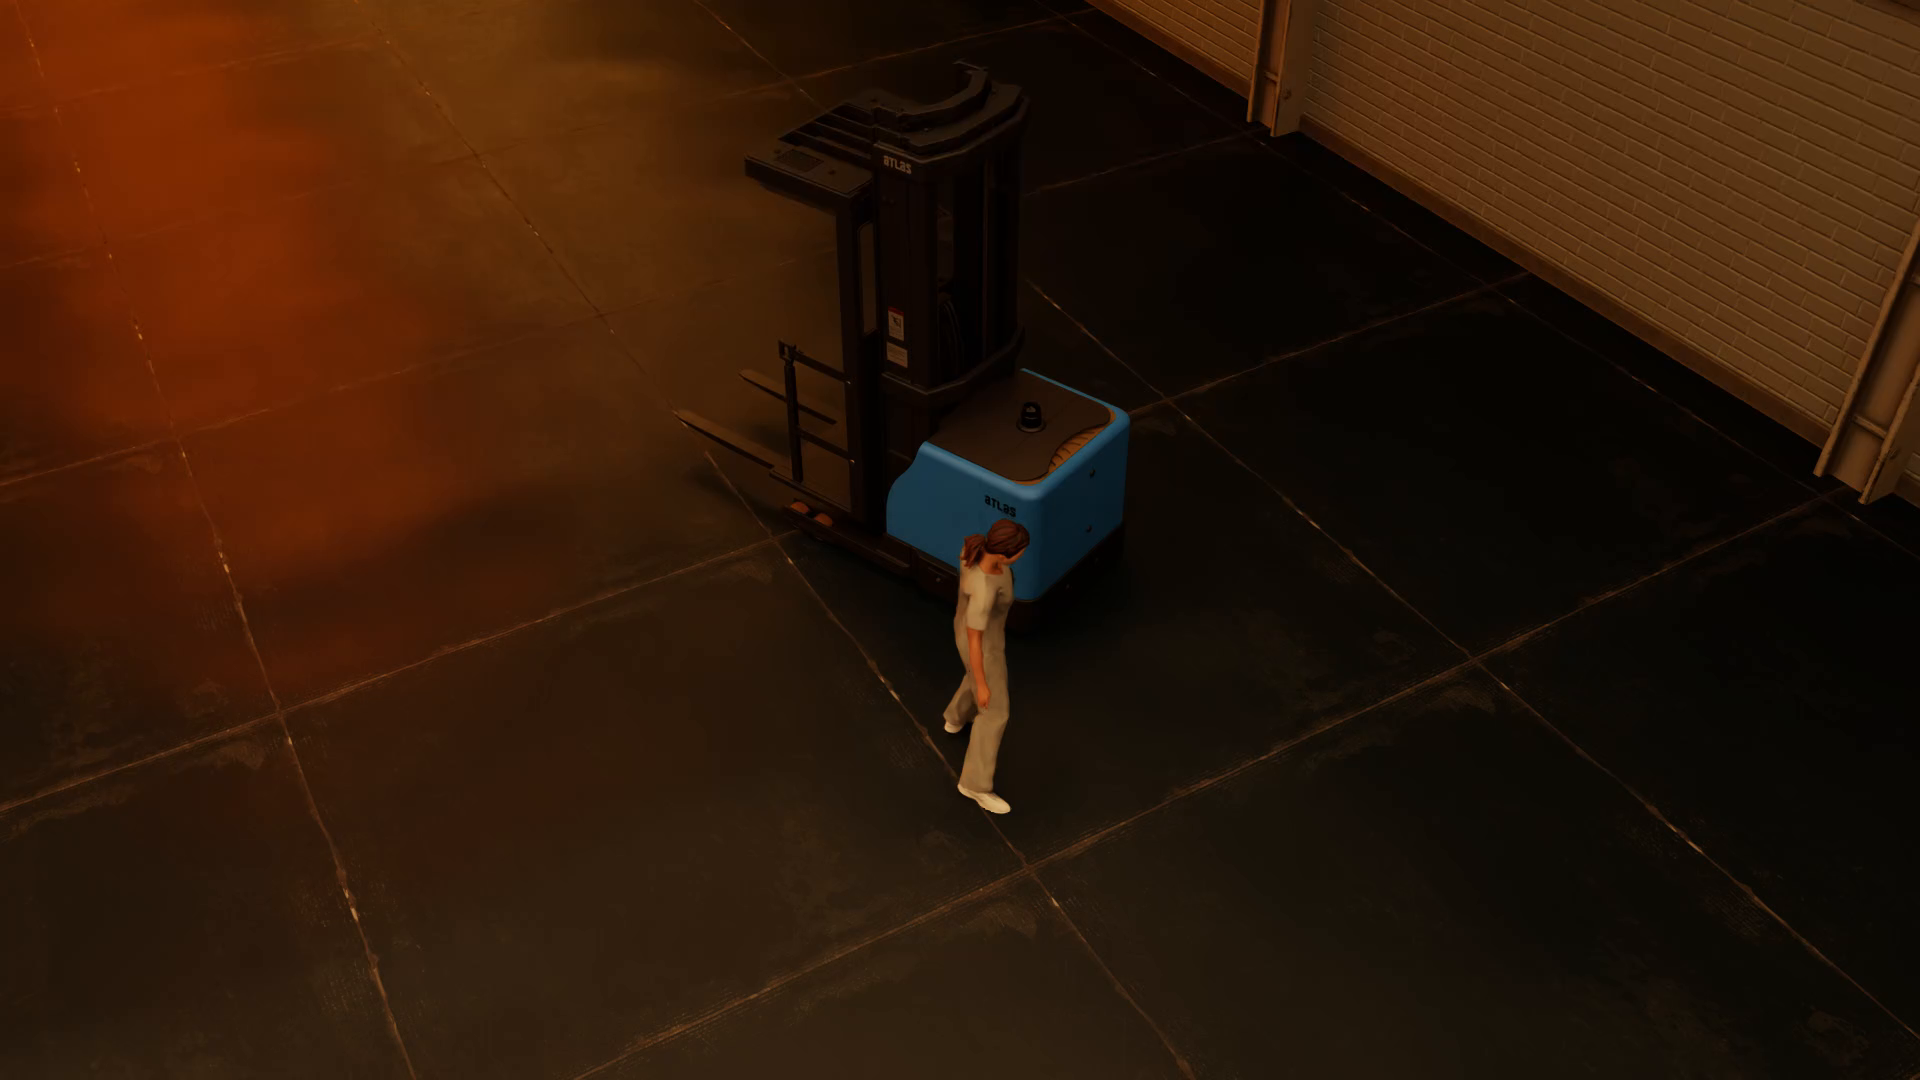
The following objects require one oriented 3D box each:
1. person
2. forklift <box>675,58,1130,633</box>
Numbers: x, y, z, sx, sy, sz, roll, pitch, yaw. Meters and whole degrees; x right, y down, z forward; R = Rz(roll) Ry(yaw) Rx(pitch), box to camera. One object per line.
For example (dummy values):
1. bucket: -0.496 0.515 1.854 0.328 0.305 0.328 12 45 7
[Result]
1. person: 0.130 0.528 8.450 0.400 1.633 0.895 -4 40 -5
2. forklift: -0.481 -1.366 9.683 3.031 2.935 1.130 26 46 28
